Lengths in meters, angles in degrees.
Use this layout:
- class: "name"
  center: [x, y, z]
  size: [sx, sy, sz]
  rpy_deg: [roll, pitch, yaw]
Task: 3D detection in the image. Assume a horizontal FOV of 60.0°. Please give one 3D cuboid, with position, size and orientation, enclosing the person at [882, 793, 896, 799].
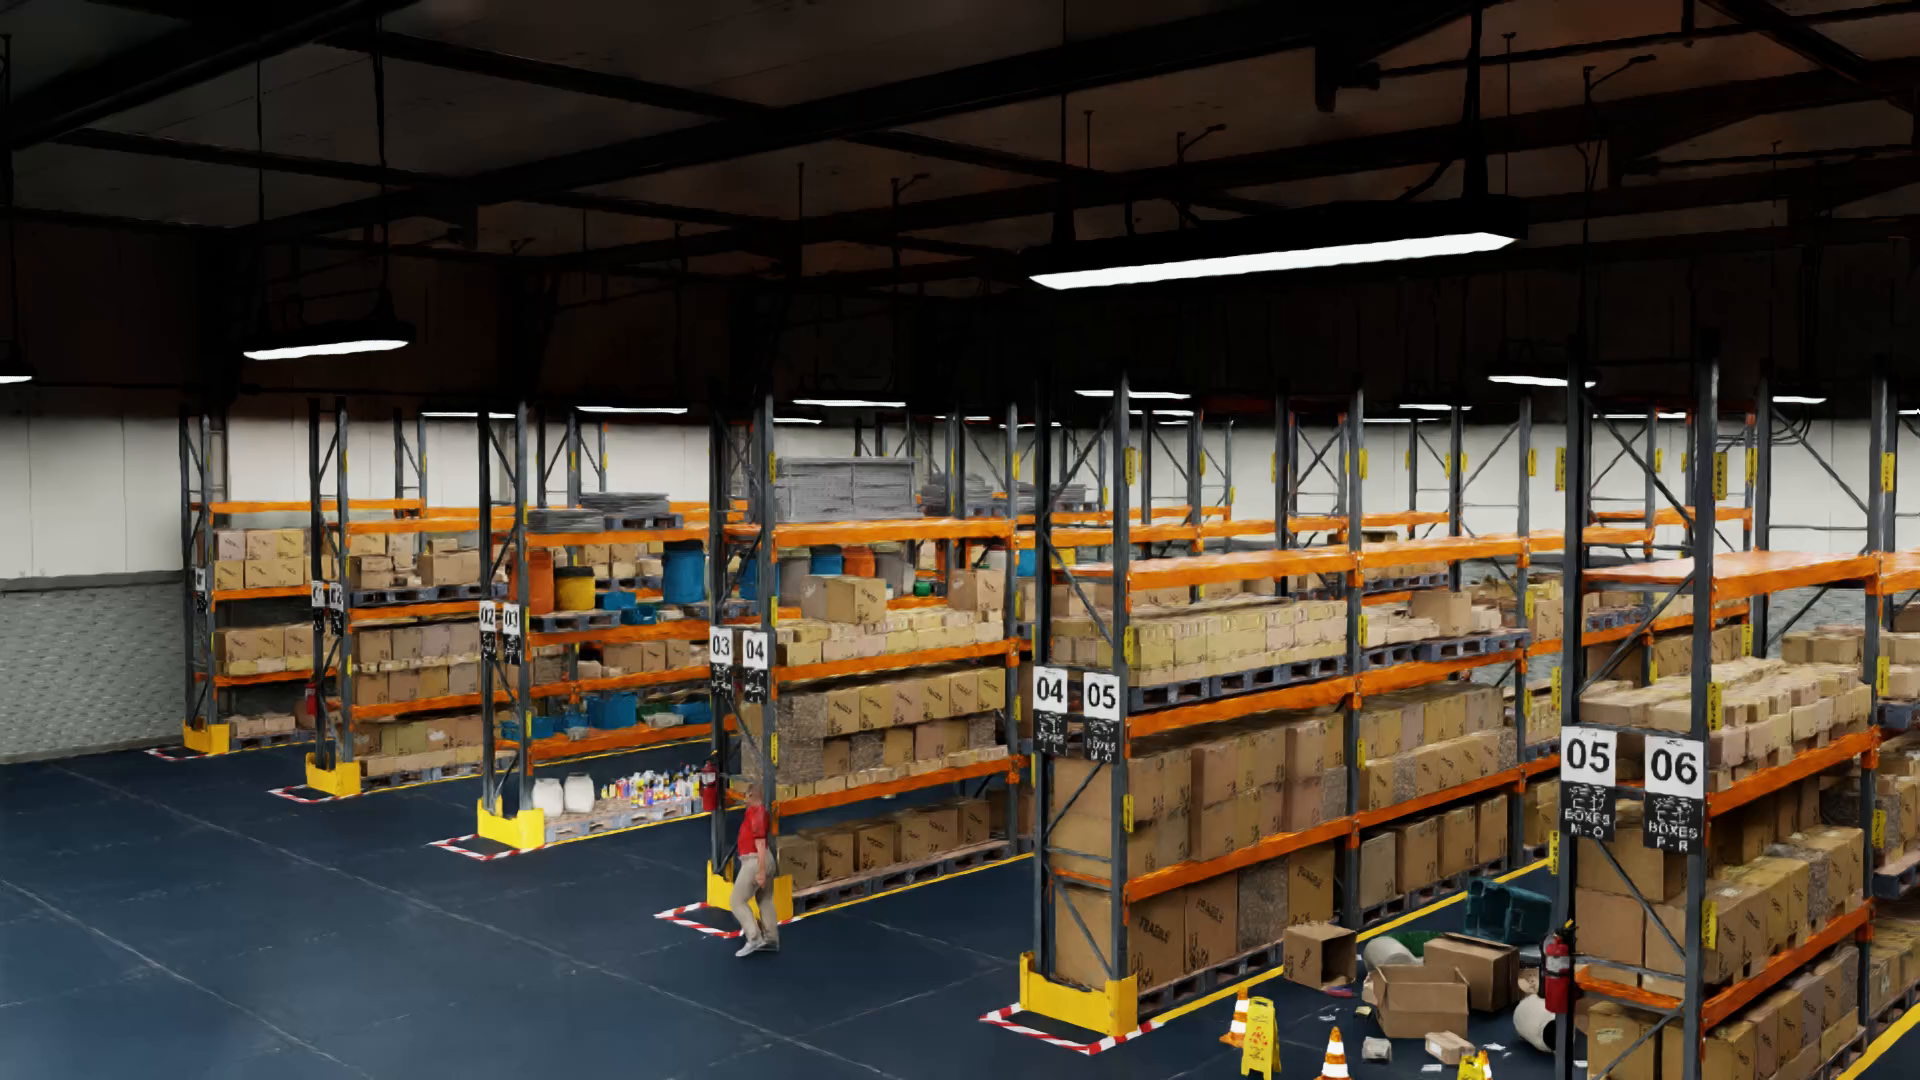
- class: "person"
  center: [-1.211, 3.055, 24.805]
  size: [0.598, 1.619, 0.507]
  rpy_deg: [3, 4, 42]

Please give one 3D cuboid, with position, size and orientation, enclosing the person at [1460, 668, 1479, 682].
- class: "person"
  center: [8.558, 2.898, 28.038]
  size: [1.090, 1.553, 0.479]
  rpy_deg: [-3, 4, -44]

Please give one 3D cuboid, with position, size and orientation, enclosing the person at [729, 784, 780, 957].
- class: "person"
  center: [-2.101, 3.388, 17.178]
  size: [0.483, 1.712, 0.659]
  rpy_deg: [1, 3, 11]
